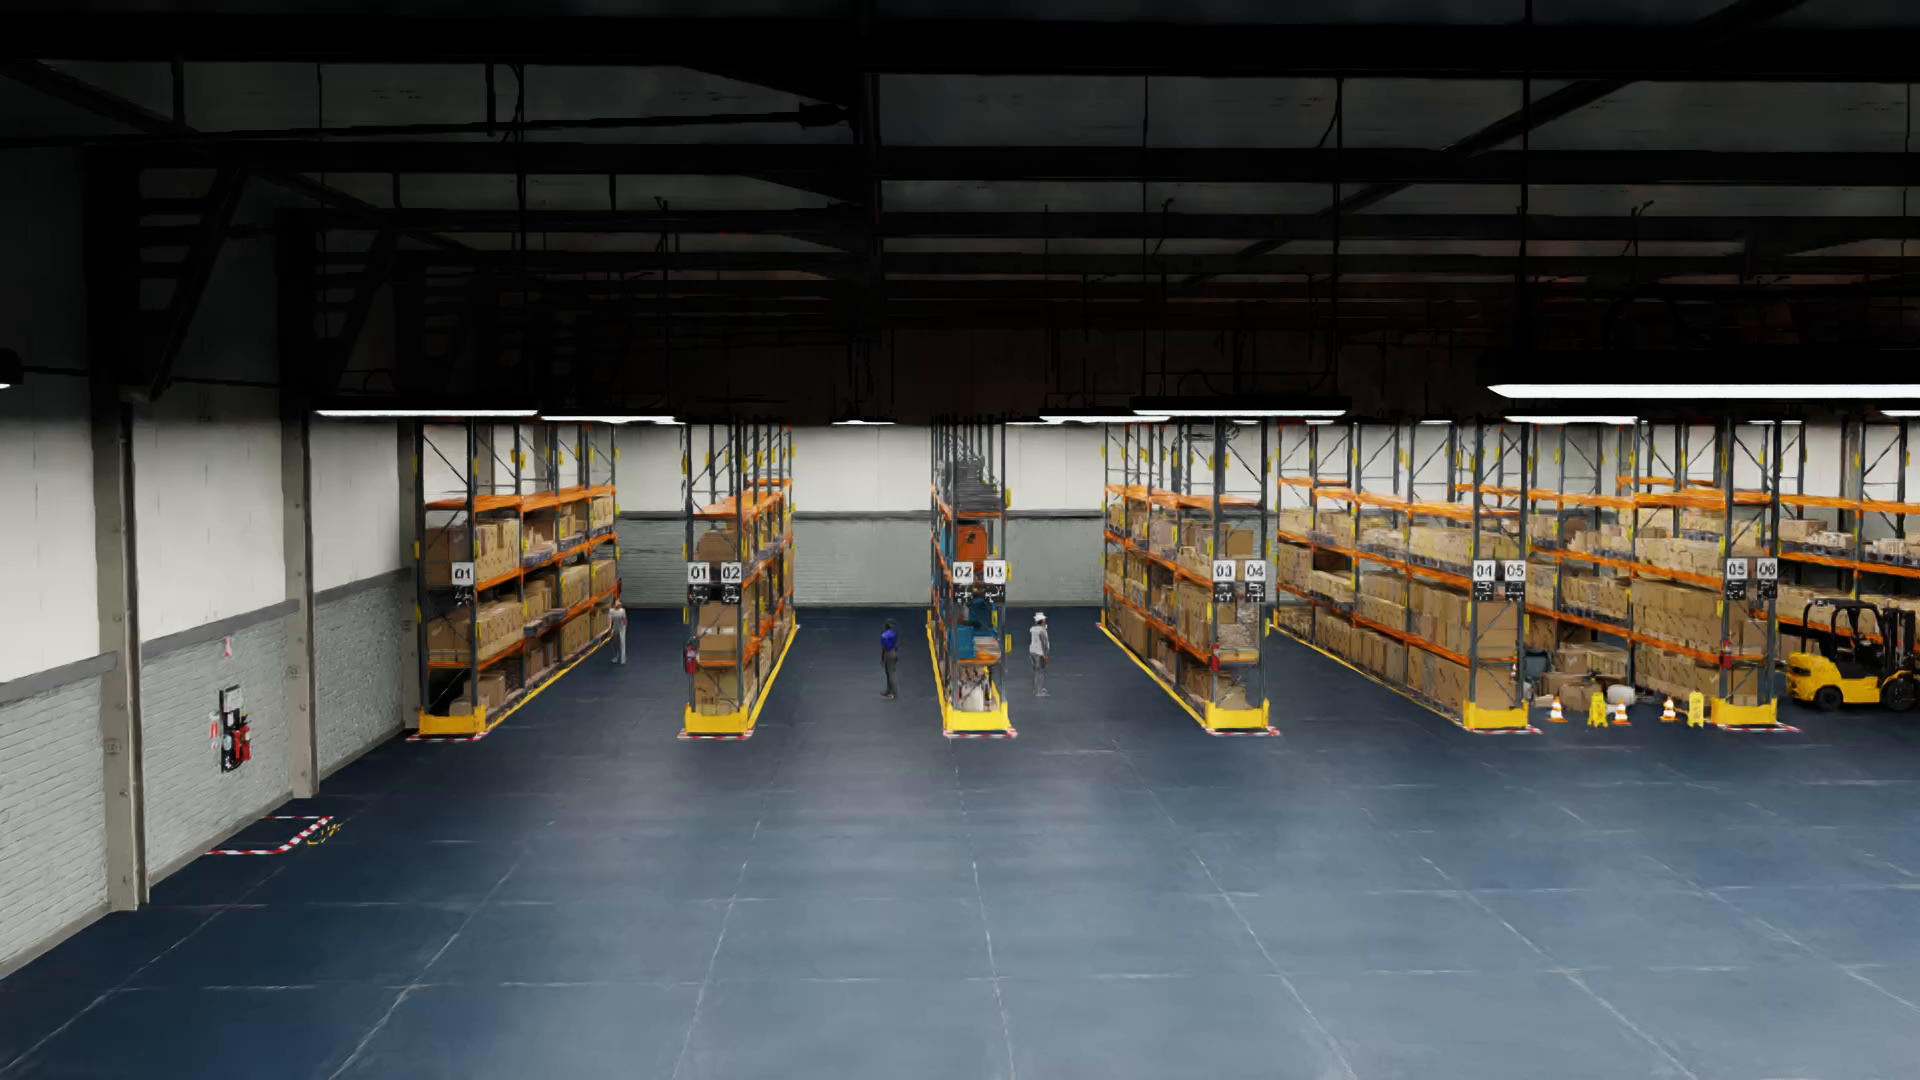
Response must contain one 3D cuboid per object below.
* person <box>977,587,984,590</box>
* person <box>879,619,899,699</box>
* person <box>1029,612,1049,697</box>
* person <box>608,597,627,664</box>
[{"bbox_3d":[0.451,1.364,51.936,0.459,1.666,0.641,3,5,41],"label":"person"},{"bbox_3d":[-1.519,2.492,35.149,0.545,1.652,0.574,2,4,25],"label":"person"},{"bbox_3d":[1.724,2.413,35.326,0.466,1.777,0.595,-2,4,-26],"label":"person"},{"bbox_3d":[-8.275,2.174,40.157,0.444,1.604,1.016,-1,4,-10],"label":"person"}]
